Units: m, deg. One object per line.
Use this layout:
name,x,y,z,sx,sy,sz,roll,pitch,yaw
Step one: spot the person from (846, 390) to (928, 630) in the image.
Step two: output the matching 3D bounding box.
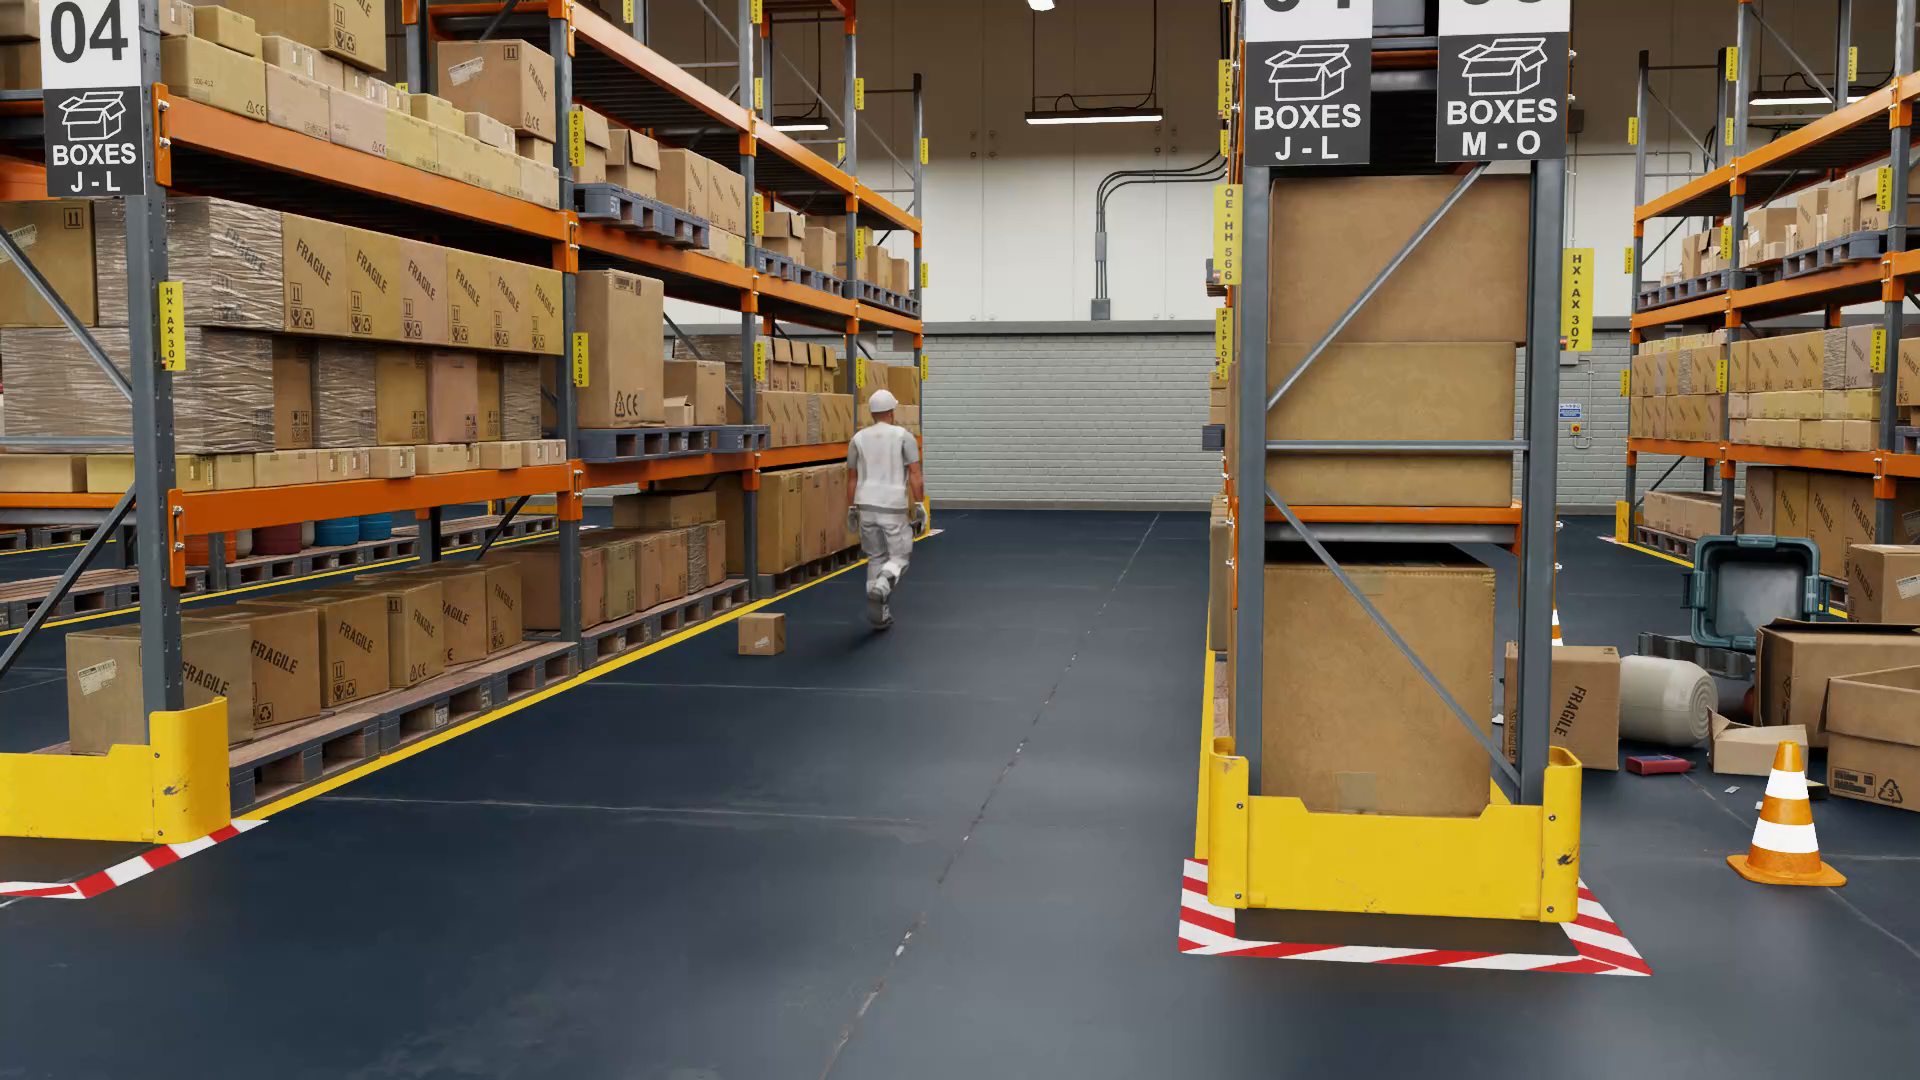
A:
person,-0.553,-0.216,12.176,0.659,1.769,0.655,1,5,14
